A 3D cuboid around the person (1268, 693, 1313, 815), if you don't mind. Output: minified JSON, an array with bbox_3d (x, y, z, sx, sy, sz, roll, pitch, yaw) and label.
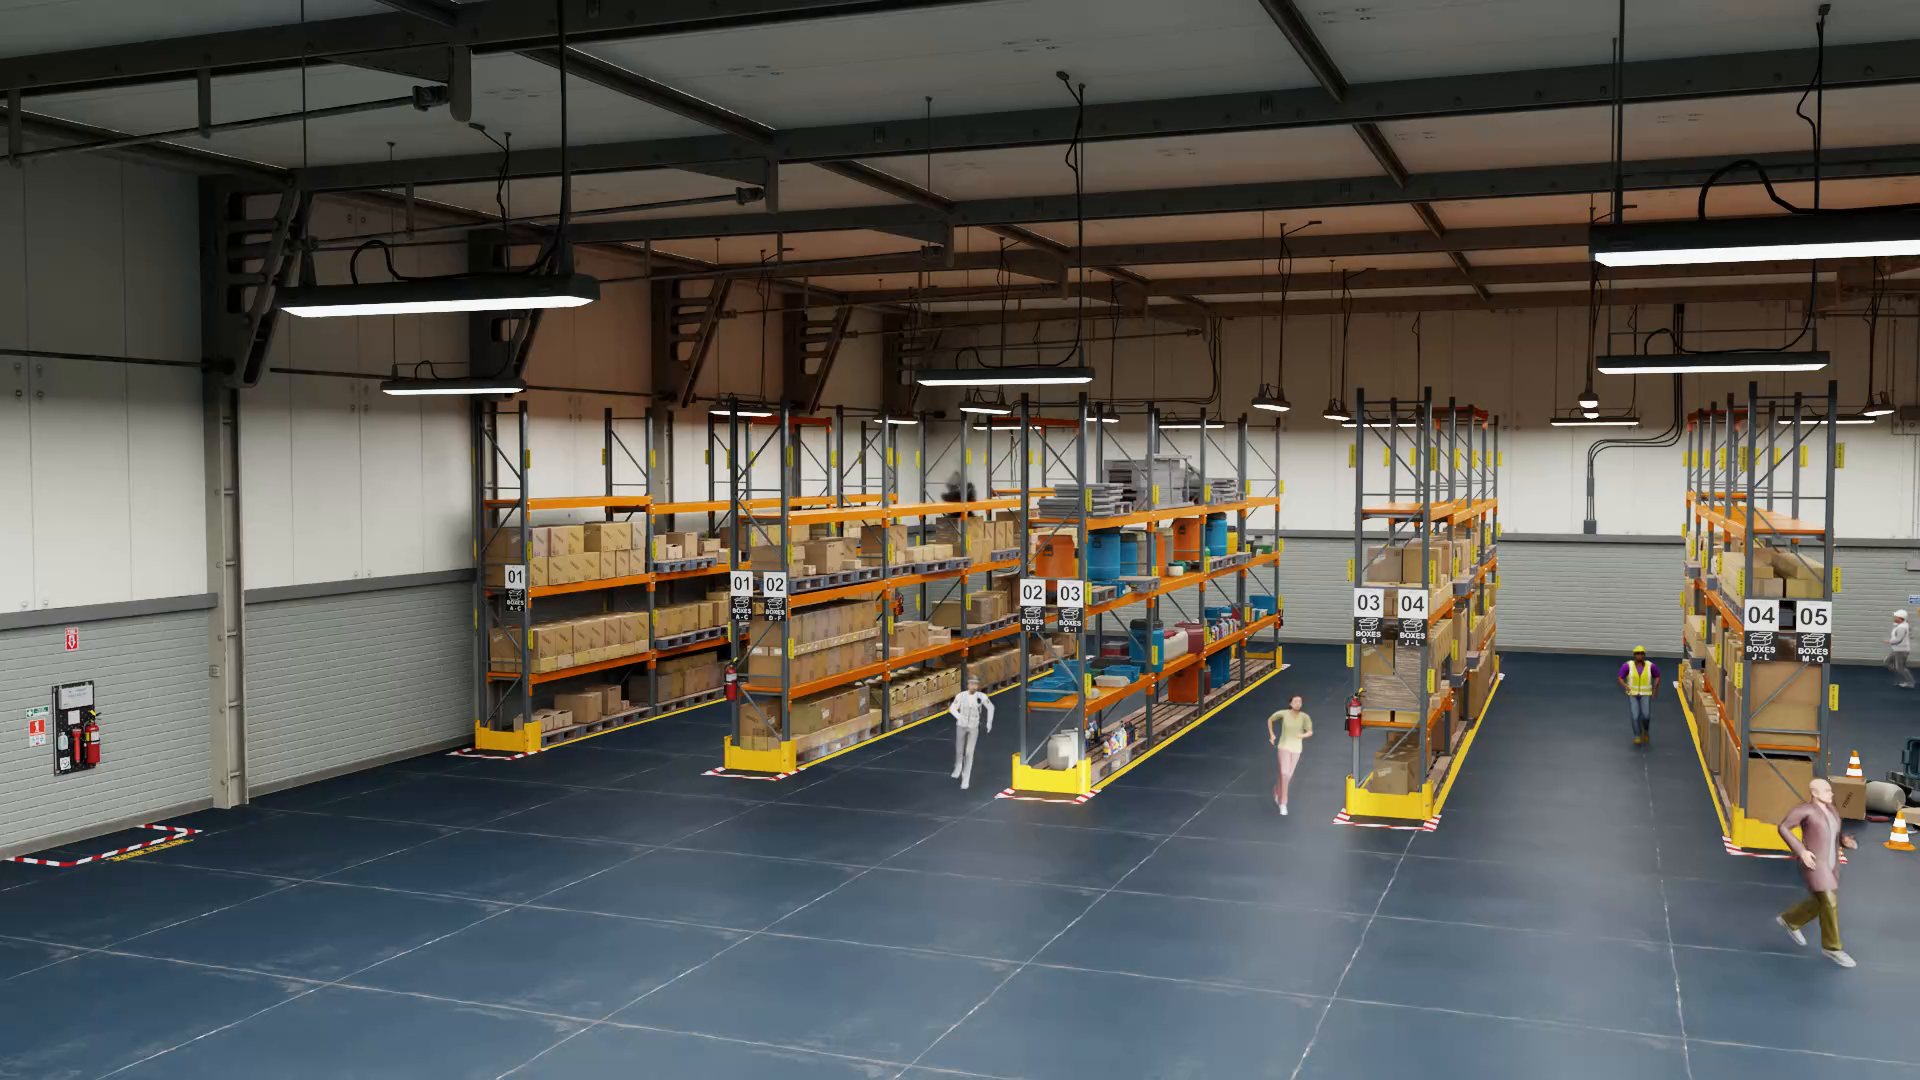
[{"bbox_3d":[4.726,3.037,23.756,0.583,1.718,0.826,0,3,-7],"label":"person"}]

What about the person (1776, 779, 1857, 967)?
[{"bbox_3d":[8.610,3.297,16.722,0.705,1.782,0.922,-2,3,-30],"label":"person"}]

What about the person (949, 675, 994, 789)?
[{"bbox_3d":[0.169,2.924,25.564,0.669,1.728,0.789,0,3,6],"label":"person"}]

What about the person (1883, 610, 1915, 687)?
[{"bbox_3d":[20.476,2.366,36.218,0.624,1.710,0.688,1,3,22],"label":"person"}]

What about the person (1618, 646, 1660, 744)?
[{"bbox_3d":[11.868,2.714,29.080,0.698,1.723,0.577,1,3,22],"label":"person"}]
